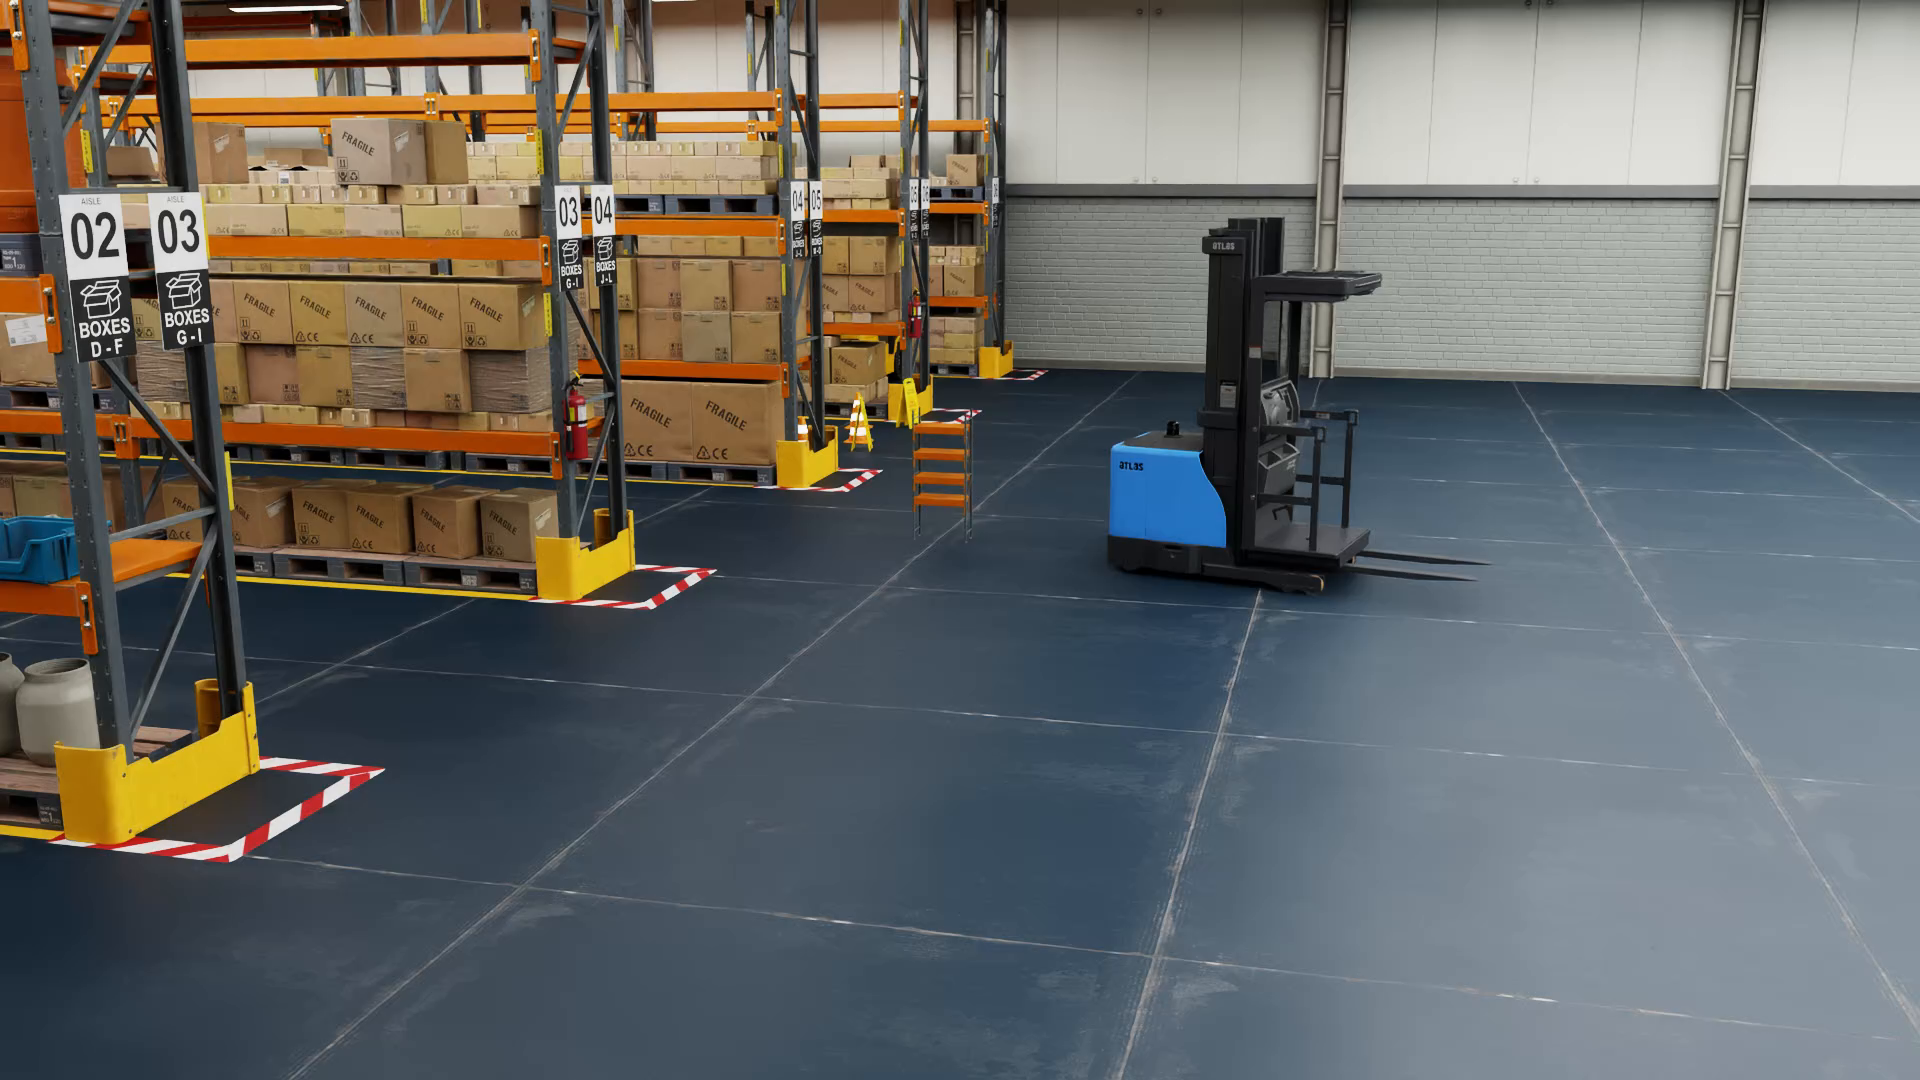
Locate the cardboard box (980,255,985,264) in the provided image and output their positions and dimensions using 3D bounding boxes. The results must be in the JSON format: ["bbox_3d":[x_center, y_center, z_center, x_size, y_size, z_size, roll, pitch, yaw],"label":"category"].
[{"bbox_3d":[0.313,-4.675,27.668,0.250,0.149,0.380,3,13,12],"label":"cardboard box"}]

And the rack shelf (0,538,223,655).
[{"bbox_3d":[-6.108,0.180,9.176,4.000,0.370,1.077,3,13,14],"label":"rack shelf"}]

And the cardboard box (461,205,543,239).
[{"bbox_3d":[-3.509,-2.472,12.889,0.500,0.250,0.500,3,13,15],"label":"cardboard box"}]

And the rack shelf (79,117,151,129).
[{"bbox_3d":[-14.198,-6.302,25.464,4.000,0.370,1.077,3,13,14],"label":"rack shelf"}]

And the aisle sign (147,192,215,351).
[{"bbox_3d":[-4.027,-1.395,8.610,0.004,0.787,0.394,3,13,14],"label":"aisle sign"}]

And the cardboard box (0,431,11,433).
[{"bbox_3d":[-11.664,-1.609,20.379,0.500,0.500,0.500,3,13,15],"label":"cardboard box"}]

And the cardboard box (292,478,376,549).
[{"bbox_3d":[-5.305,-0.229,14.157,0.500,0.500,0.500,2,13,9],"label":"cardboard box"}]

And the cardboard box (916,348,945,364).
[{"bbox_3d":[-0.432,-3.086,27.612,0.500,0.250,0.500,3,13,14],"label":"cardboard box"}]

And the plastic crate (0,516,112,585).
[{"bbox_3d":[-4.724,0.042,8.480,0.616,0.251,0.499,3,13,14],"label":"plastic crate"}]

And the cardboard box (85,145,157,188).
[{"bbox_3d":[-7.296,-3.082,14.083,0.637,0.503,0.797,2,13,11],"label":"cardboard box"}]

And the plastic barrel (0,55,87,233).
[{"bbox_3d":[-4.669,-1.945,8.207,0.708,0.830,0.600,3,13,14],"label":"plastic barrel"}]

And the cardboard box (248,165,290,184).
[{"bbox_3d":[-7.825,-4.101,18.887,0.500,0.311,0.500,3,13,13],"label":"cardboard box"}]

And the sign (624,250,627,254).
[{"bbox_3d":[-4.619,-3.849,23.002,0.005,0.325,0.100,3,13,14],"label":"sign"}]

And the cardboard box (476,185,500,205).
[{"bbox_3d":[-3.549,-2.682,12.915,0.250,0.149,0.380,3,13,12],"label":"cardboard box"}]

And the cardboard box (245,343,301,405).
[{"bbox_3d":[-5.455,-1.437,13.882,0.500,0.500,0.875,3,13,14],"label":"cardboard box"}]

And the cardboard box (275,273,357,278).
[{"bbox_3d":[-5.390,-1.982,14.032,0.500,0.500,0.500,3,13,14],"label":"cardboard box"}]

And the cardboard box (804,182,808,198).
[{"bbox_3d":[-2.160,-4.752,22.477,0.500,0.250,0.500,3,13,15],"label":"cardboard box"}]

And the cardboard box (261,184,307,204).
[{"bbox_3d":[-5.347,-2.761,13.272,0.250,0.149,0.380,3,13,12],"label":"cardboard box"}]

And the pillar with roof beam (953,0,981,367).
[{"bbox_3d":[-0.911,-6.487,23.711,0.548,9.000,9.100,3,13,14],"label":"pillar with roof beam"}]

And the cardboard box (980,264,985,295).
[{"bbox_3d":[0.166,-4.370,27.792,0.500,0.500,0.500,3,13,15],"label":"cardboard box"}]

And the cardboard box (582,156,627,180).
[{"bbox_3d":[-3.698,-3.983,17.810,0.500,0.250,0.500,3,13,14],"label":"cardboard box"}]

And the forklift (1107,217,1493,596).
[{"bbox_3d":[2.796,-1.118,13.522,3.031,2.935,1.130,6,14,27],"label":"forklift"}]

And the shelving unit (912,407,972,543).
[{"bbox_3d":[-0.161,-0.594,15.159,0.503,1.200,0.258,3,13,14],"label":"shelving unit"}]

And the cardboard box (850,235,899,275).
[{"bbox_3d":[-1.154,-3.856,22.479,0.500,0.500,0.700,3,13,12],"label":"cardboard box"}]

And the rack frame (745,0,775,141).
[{"bbox_3d":[-3.303,-7.374,27.710,0.127,3.000,1.000,3,13,14],"label":"rack frame"}]

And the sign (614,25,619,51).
[{"bbox_3d":[-4.616,-6.746,22.358,0.005,0.325,0.100,3,13,14],"label":"sign"}]

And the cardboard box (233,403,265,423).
[{"bbox_3d":[-5.760,-1.065,13.703,0.250,0.149,0.380,3,13,14],"label":"cardboard box"}]

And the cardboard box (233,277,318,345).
[{"bbox_3d":[-5.516,-1.871,13.530,0.500,0.500,0.500,3,13,14],"label":"cardboard box"}]

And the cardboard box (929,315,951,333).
[{"bbox_3d":[-0.439,-3.572,27.494,0.500,0.250,0.500,3,13,15],"label":"cardboard box"}]

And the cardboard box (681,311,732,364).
[{"bbox_3d":[-2.604,-2.254,18.138,0.550,0.550,0.875,3,13,14],"label":"cardboard box"}]

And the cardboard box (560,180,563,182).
[{"bbox_3d":[-4.317,-3.808,17.941,0.250,0.149,0.380,3,13,13],"label":"cardboard box"}]

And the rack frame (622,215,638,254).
[{"bbox_3d":[-4.489,-3.401,23.654,0.127,3.000,1.000,3,13,14],"label":"rack frame"}]

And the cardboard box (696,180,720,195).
[{"bbox_3d":[-2.591,-3.715,17.525,0.250,0.149,0.380,3,13,14],"label":"cardboard box"}]

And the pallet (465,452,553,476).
[{"bbox_3d":[-4.857,-0.938,18.989,1.213,0.211,1.003,3,13,14],"label":"pallet"}]

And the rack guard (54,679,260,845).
[{"bbox_3d":[-4.252,1.158,8.875,0.348,0.500,1.175,3,13,14],"label":"rack guard"}]

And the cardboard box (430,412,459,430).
[{"bbox_3d":[-4.043,-0.990,13.365,0.250,0.149,0.380,3,13,14],"label":"cardboard box"}]

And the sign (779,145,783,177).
[{"bbox_3d":[-1.837,-3.892,17.080,0.005,0.325,0.100,3,13,14],"label":"sign"}]

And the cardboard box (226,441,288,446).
[{"bbox_3d":[-8.041,-1.574,19.643,0.750,0.750,1.050,3,13,14],"label":"cardboard box"}]

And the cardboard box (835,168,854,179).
[{"bbox_3d":[-1.498,-4.911,22.272,0.250,0.149,0.380,3,13,13],"label":"cardboard box"}]

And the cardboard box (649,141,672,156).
[{"bbox_3d":[-3.087,-4.131,17.558,0.250,0.149,0.380,3,13,14],"label":"cardboard box"}]

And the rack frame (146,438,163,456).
[{"bbox_3d":[-9.460,-2.562,19.874,0.127,3.000,1.000,3,13,14],"label":"rack frame"}]

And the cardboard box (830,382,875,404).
[{"bbox_3d":[-1.478,-2.043,22.910,0.500,0.250,0.500,3,13,13],"label":"cardboard box"}]

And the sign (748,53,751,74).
[{"bbox_3d":[-3.422,-7.754,27.083,0.005,0.325,0.100,3,13,14],"label":"sign"}]

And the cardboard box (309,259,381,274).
[{"bbox_3d":[-7.051,-2.969,19.167,0.500,0.500,0.700,3,13,14],"label":"cardboard box"}]

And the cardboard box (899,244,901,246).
[{"bbox_3d":[-0.930,-4.901,27.998,0.250,0.149,0.380,3,13,12],"label":"cardboard box"}]

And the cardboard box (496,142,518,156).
[{"bbox_3d":[-4.811,-4.223,17.973,0.250,0.149,0.380,3,13,13],"label":"cardboard box"}]

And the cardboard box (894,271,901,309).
[{"bbox_3d":[-0.999,-3.470,23.049,0.500,0.500,0.500,3,13,13],"label":"cardboard box"}]

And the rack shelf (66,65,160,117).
[{"bbox_3d":[-8.805,-3.803,14.200,4.000,0.370,1.077,3,13,14],"label":"rack shelf"}]

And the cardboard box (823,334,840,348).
[{"bbox_3d":[-1.818,-2.731,22.782,0.250,0.149,0.380,3,13,15],"label":"cardboard box"}]

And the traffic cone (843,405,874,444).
[{"bbox_3d":[-1.268,-1.455,20.739,0.334,0.463,0.336,3,13,14],"label":"traffic cone"}]

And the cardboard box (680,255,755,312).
[{"bbox_3d":[-2.601,-2.784,18.034,0.550,0.550,0.875,3,13,14],"label":"cardboard box"}]

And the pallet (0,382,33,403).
[{"bbox_3d":[-8.815,-1.337,14.793,1.213,0.211,1.003,3,13,14],"label":"pallet"}]

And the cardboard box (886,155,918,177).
[{"bbox_3d":[-0.879,-6.050,27.239,0.500,0.500,0.700,3,13,14],"label":"cardboard box"}]

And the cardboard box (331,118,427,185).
[{"bbox_3d":[-4.545,-3.039,13.026,0.500,0.500,0.500,3,13,14],"label":"cardboard box"}]

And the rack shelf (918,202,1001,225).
[{"bbox_3d":[-1.362,-5.454,27.645,4.000,0.370,1.077,3,13,14],"label":"rack shelf"}]

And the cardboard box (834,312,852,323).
[{"bbox_3d":[-1.536,-3.053,22.665,0.250,0.149,0.380,3,13,13],"label":"cardboard box"}]

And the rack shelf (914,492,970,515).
[{"bbox_3d":[-0.161,-0.335,15.216,0.480,0.148,0.258,3,13,14],"label":"rack shelf"}]

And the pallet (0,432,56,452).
[{"bbox_3d":[-11.400,-1.306,20.648,1.213,0.211,1.003,3,13,14],"label":"pallet"}]
